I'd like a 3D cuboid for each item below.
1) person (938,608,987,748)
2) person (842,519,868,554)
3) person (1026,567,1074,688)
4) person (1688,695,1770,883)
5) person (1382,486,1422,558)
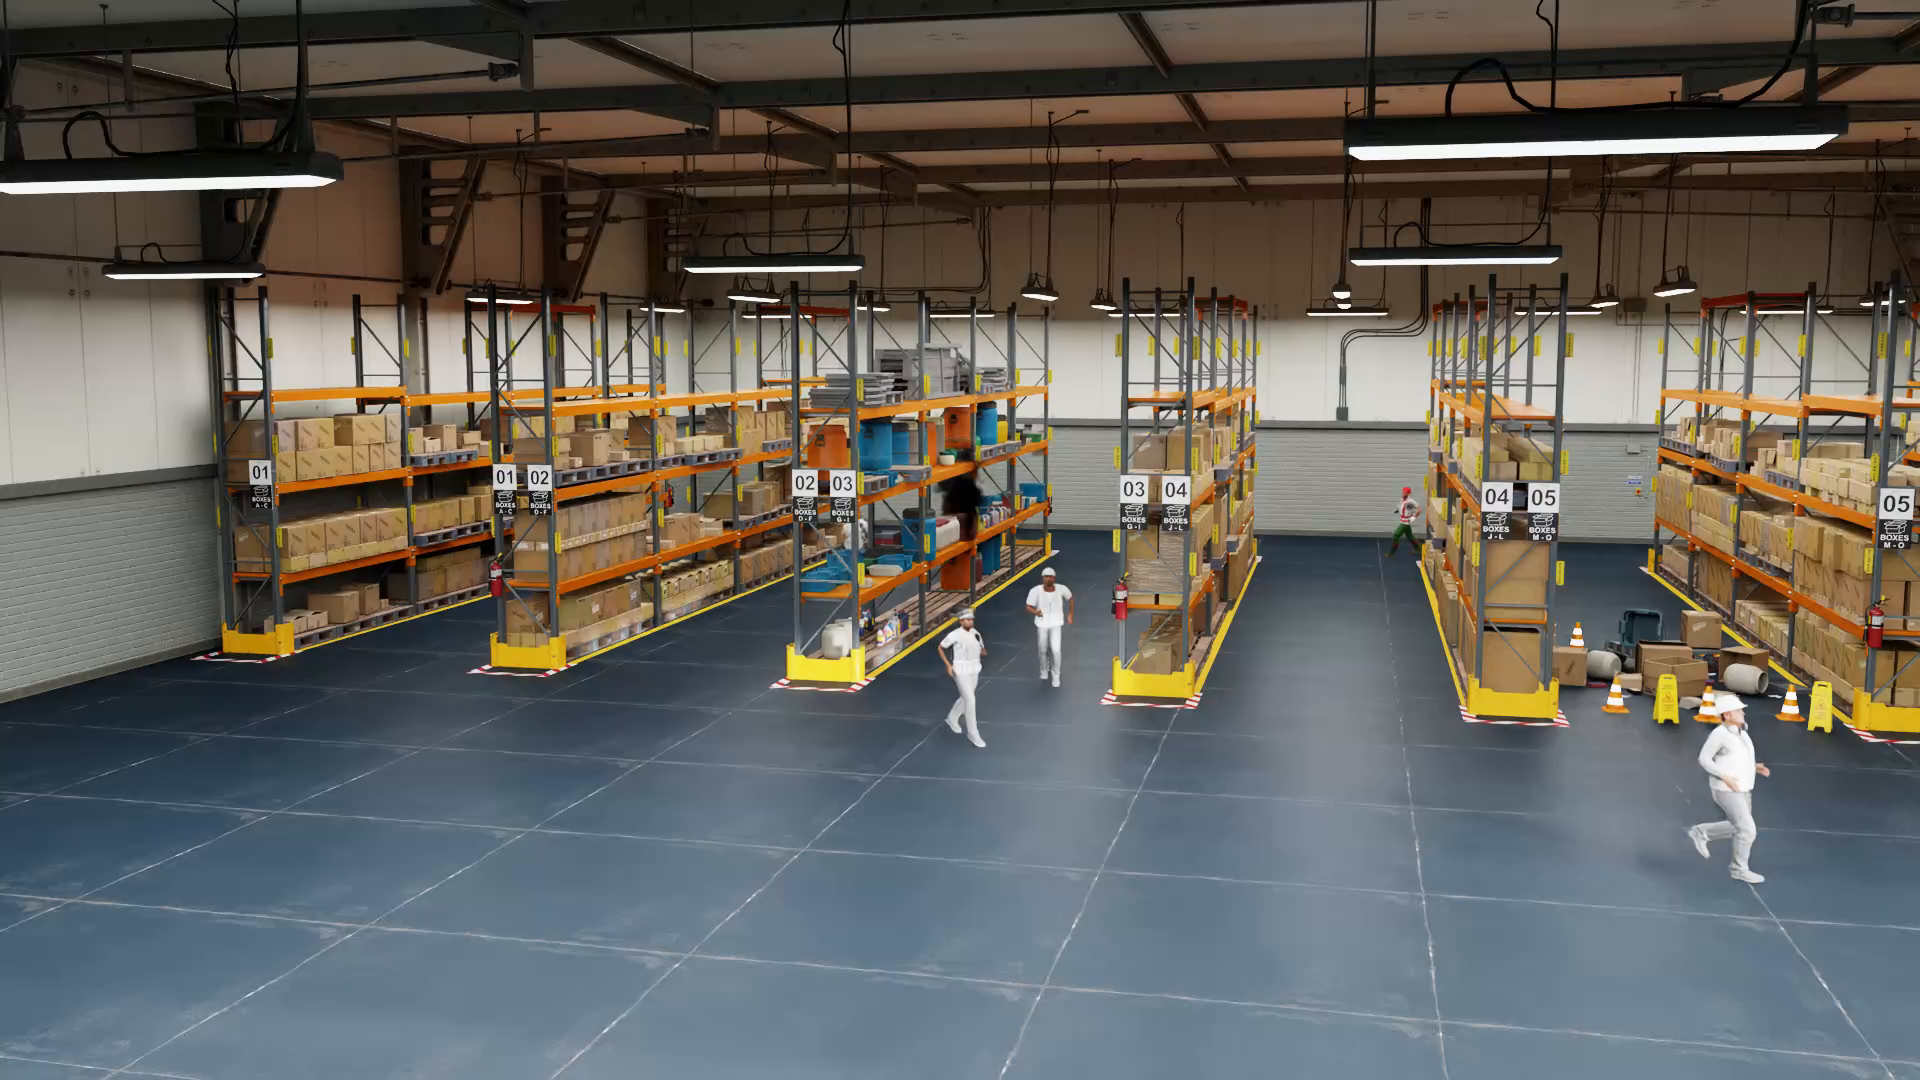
[{"bbox_3d":[0.079,1.719,21.214,0.562,1.729,0.834,-6,9,-43],"label":"person"},{"bbox_3d":[-2.030,0.221,32.259,0.589,1.720,0.588,1,7,12],"label":"person"},{"bbox_3d":[1.338,1.312,24.736,0.721,1.835,0.737,0,7,3],"label":"person"},{"bbox_3d":[7.287,2.336,15.787,0.667,1.736,0.779,-6,9,-41],"label":"person"},{"bbox_3d":[10.637,-0.417,39.669,0.967,1.752,0.757,0,7,-2],"label":"person"}]
